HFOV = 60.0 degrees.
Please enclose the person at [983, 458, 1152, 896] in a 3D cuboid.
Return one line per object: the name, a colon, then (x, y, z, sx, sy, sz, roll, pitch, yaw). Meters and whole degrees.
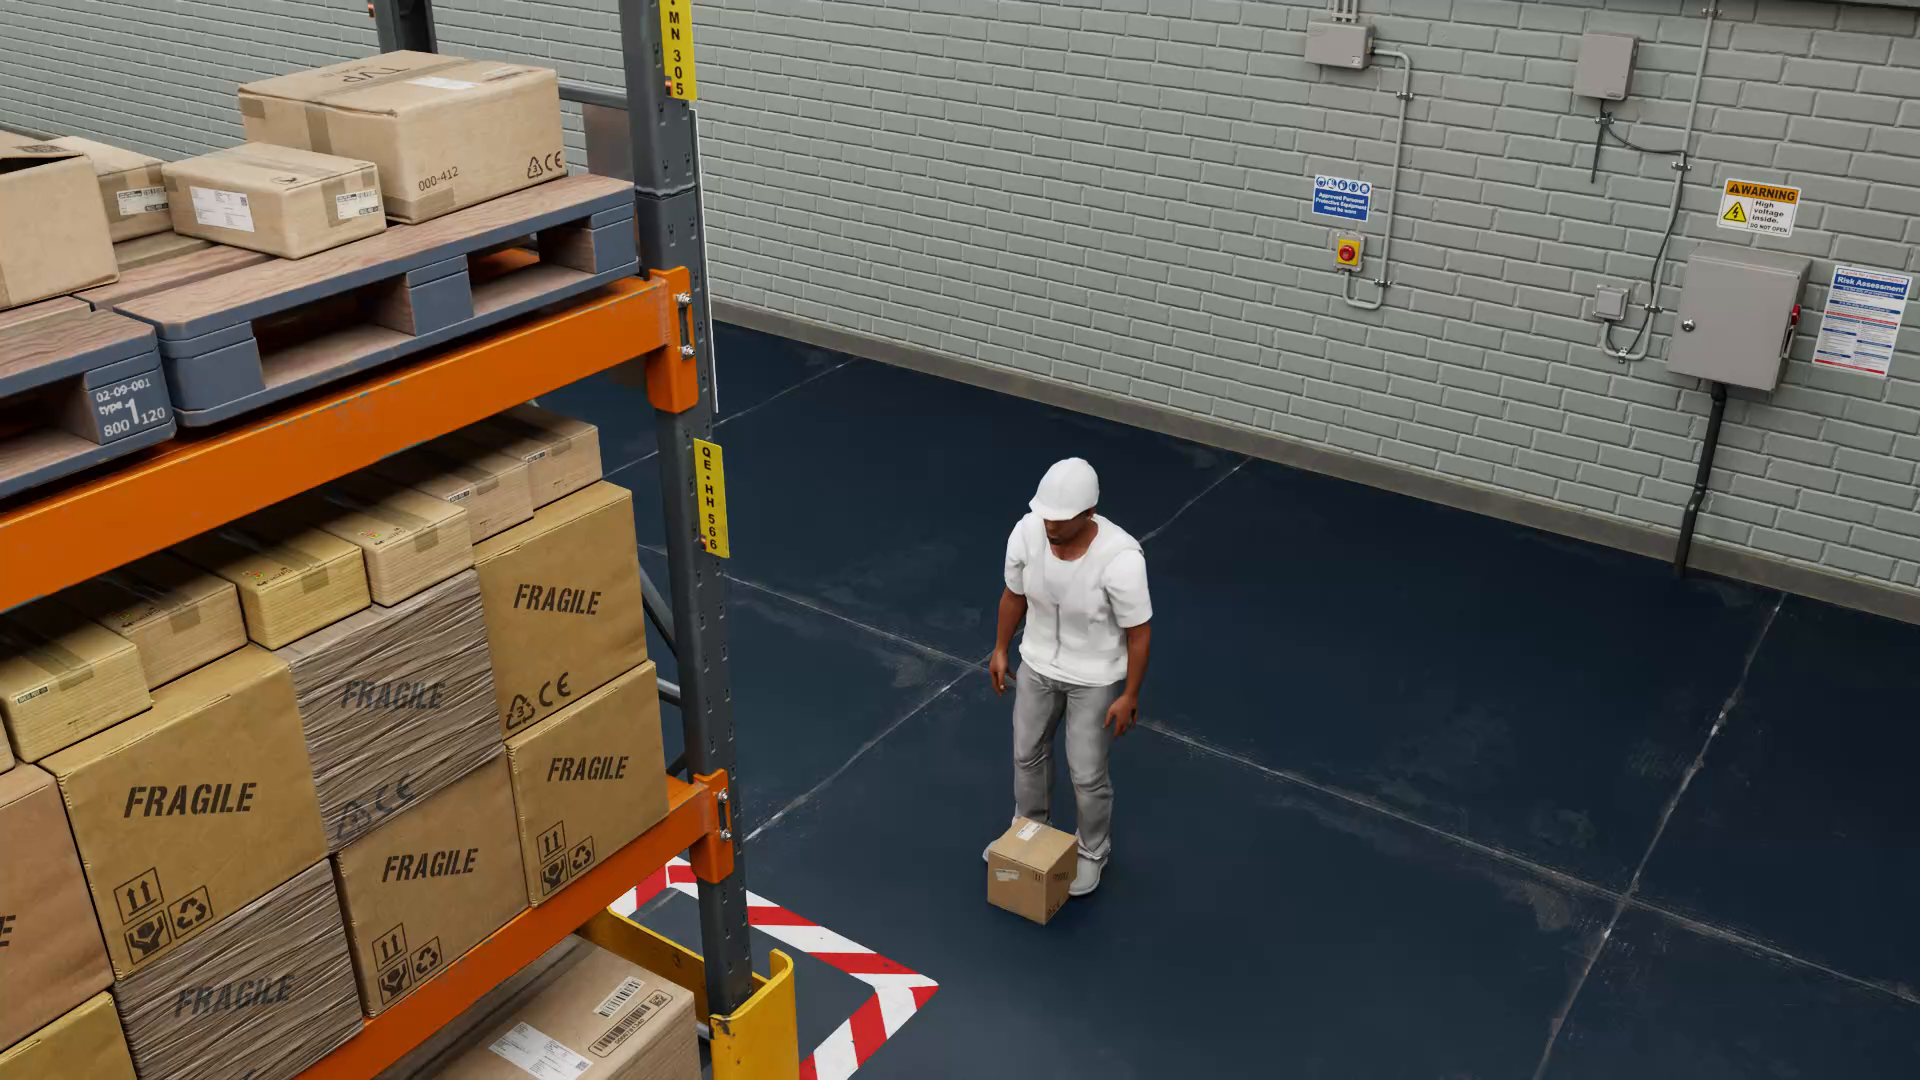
person: (0.392, 0.488, 6.129, 0.627, 1.761, 0.456, 18, 32, 31)
